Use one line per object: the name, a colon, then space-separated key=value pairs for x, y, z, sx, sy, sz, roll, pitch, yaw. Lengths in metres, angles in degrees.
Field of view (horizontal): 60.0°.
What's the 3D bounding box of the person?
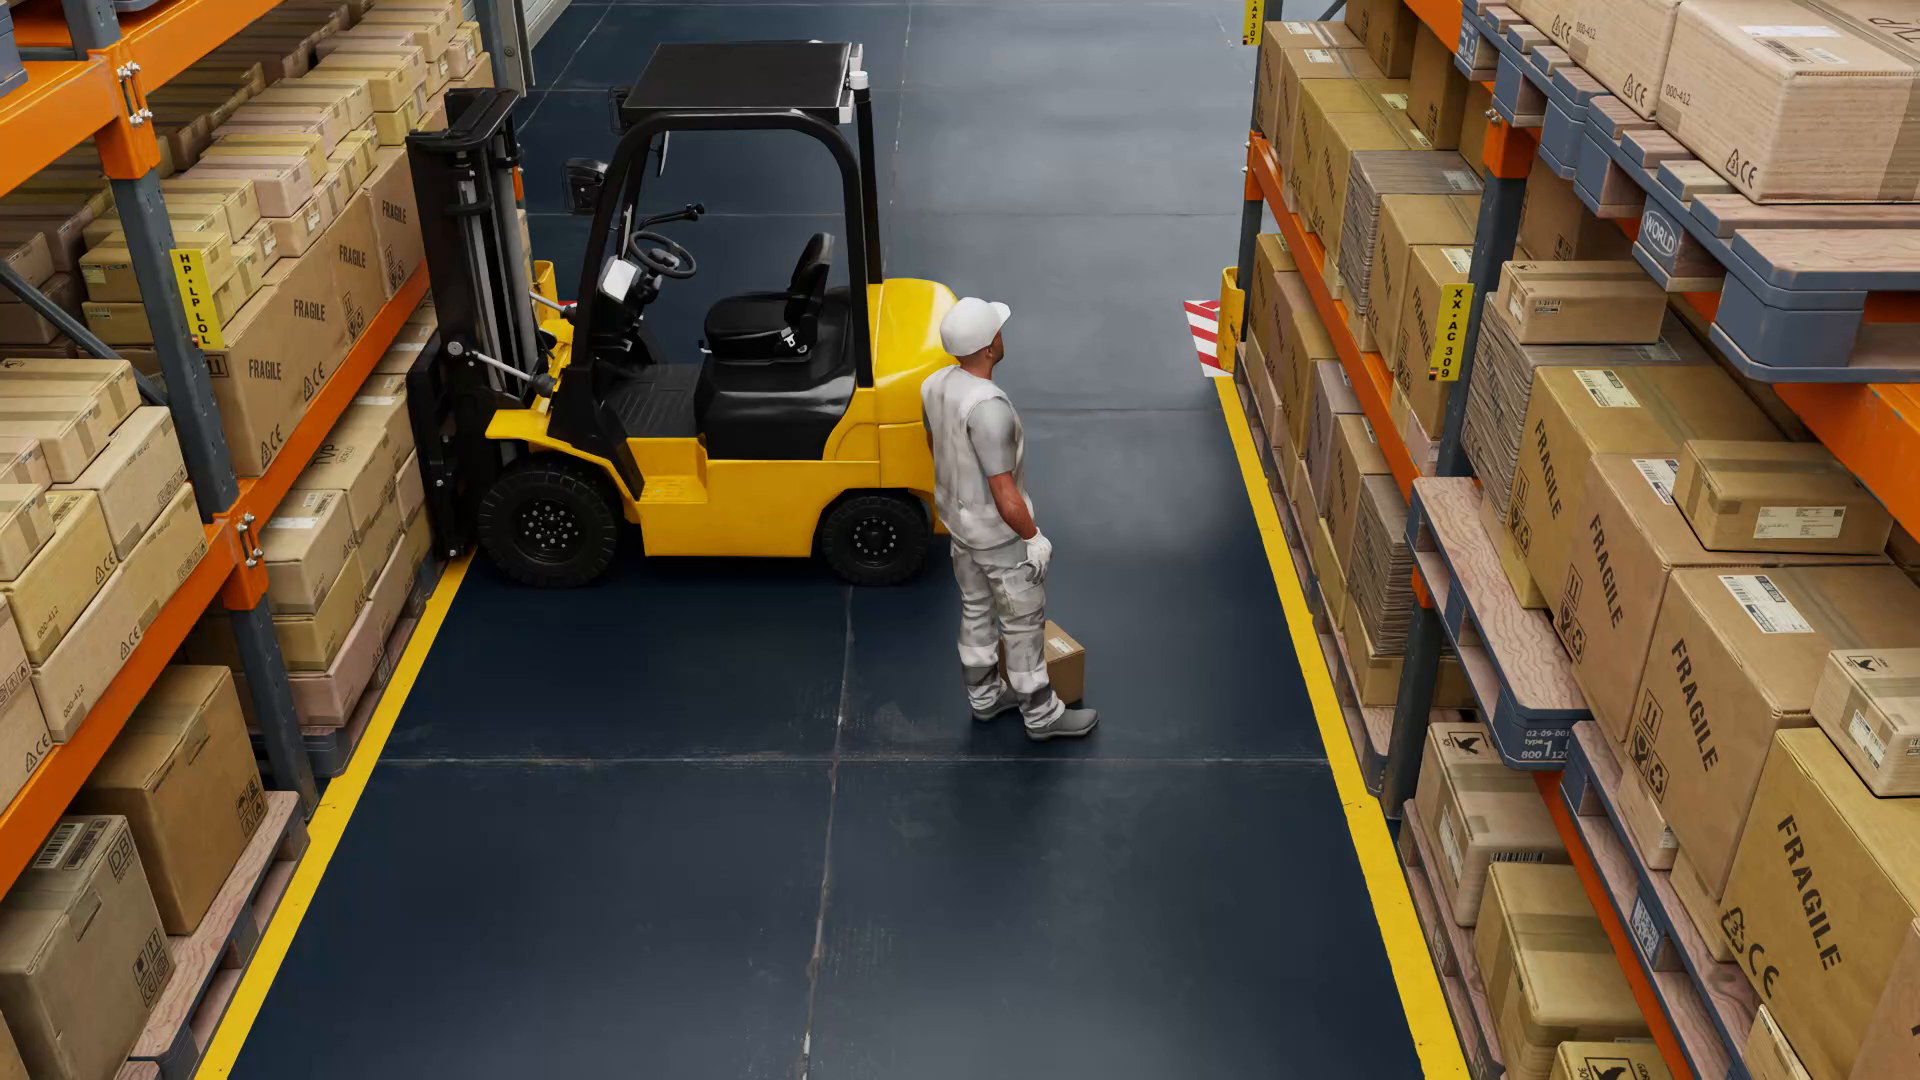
person: x=0.178 y=-0.081 z=6.227 sx=0.563 sy=1.789 sz=0.638 roll=-16 pitch=35 yaw=-25
